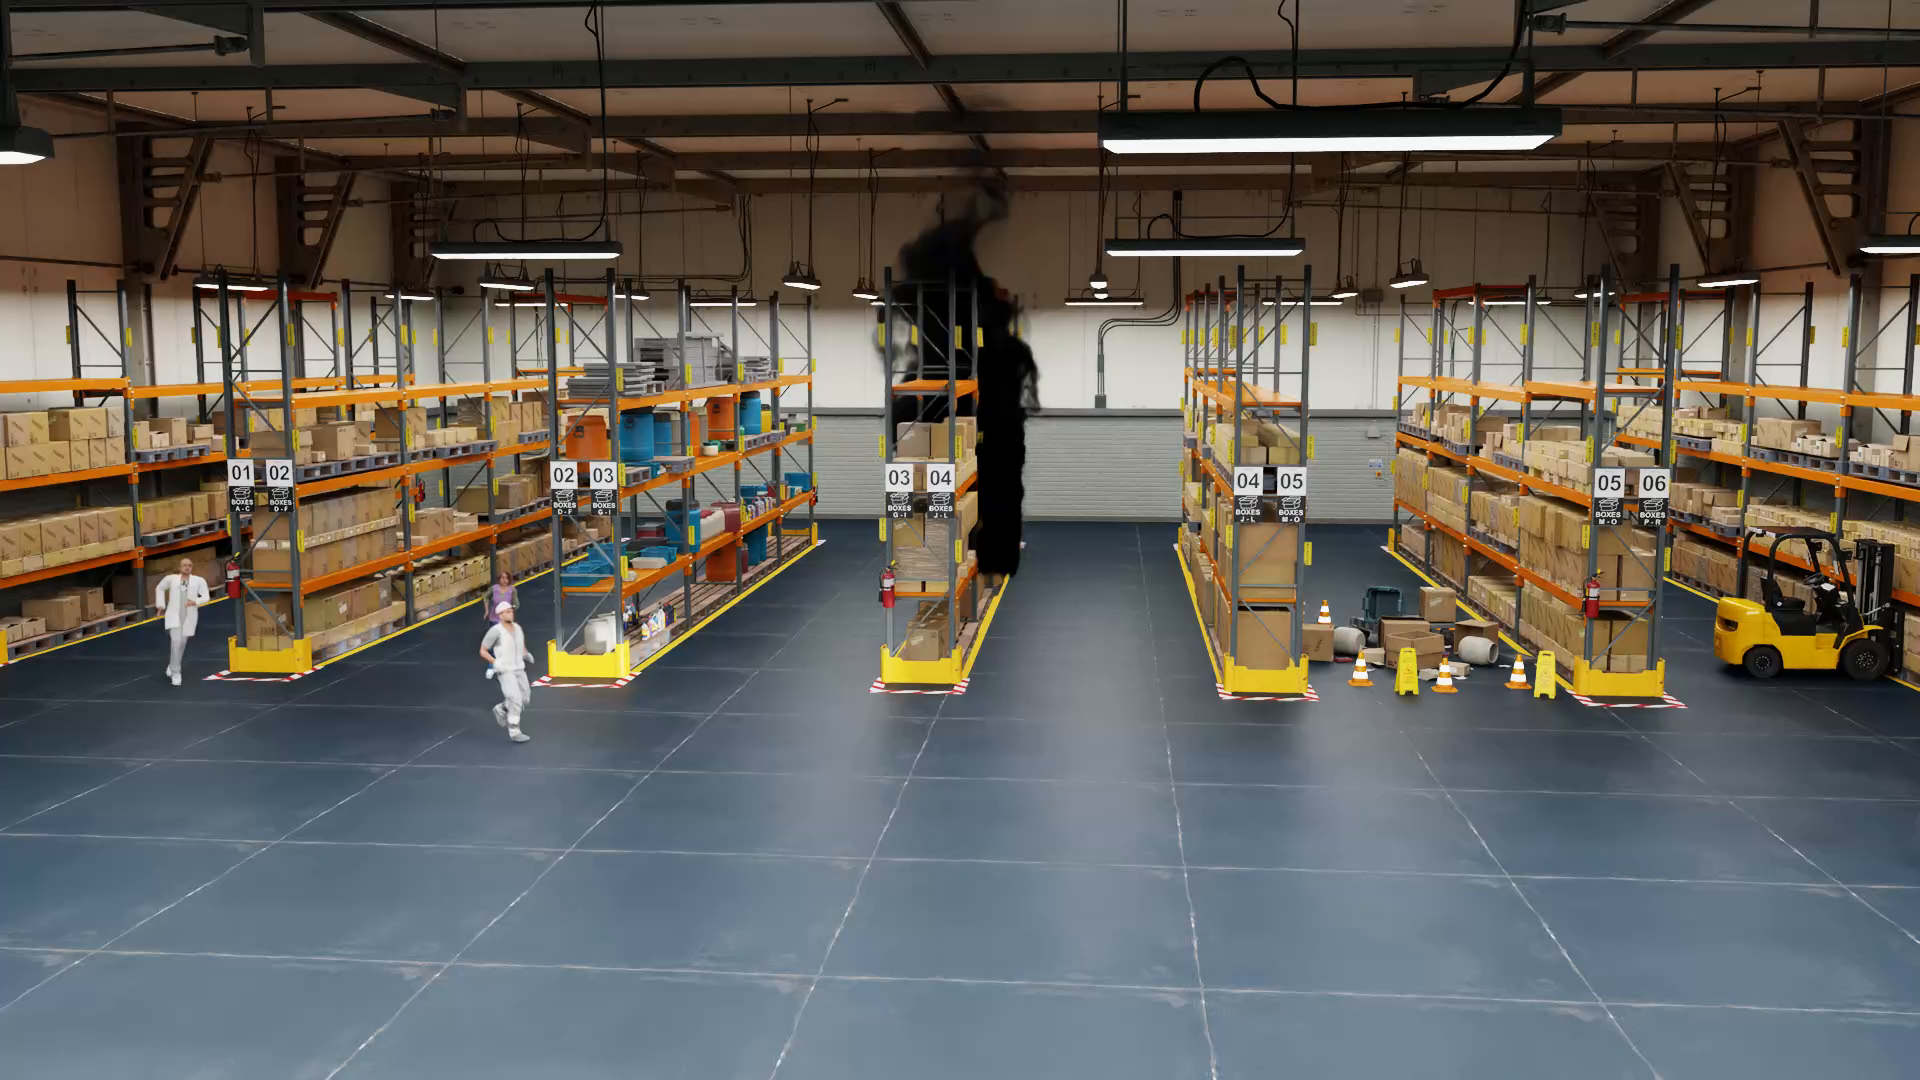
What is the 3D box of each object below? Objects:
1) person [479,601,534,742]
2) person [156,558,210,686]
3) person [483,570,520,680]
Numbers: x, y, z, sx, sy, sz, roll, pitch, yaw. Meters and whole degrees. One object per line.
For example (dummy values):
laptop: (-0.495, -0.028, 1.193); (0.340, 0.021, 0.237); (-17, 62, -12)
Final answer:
person: (-5.647, 1.629, 20.723); (0.708, 1.742, 0.659); (4, 8, 32)
person: (-11.372, 1.165, 24.395); (0.698, 1.776, 0.919); (-4, 8, -32)
person: (-6.801, 1.237, 24.691); (0.519, 1.602, 0.701); (-2, 7, -15)
